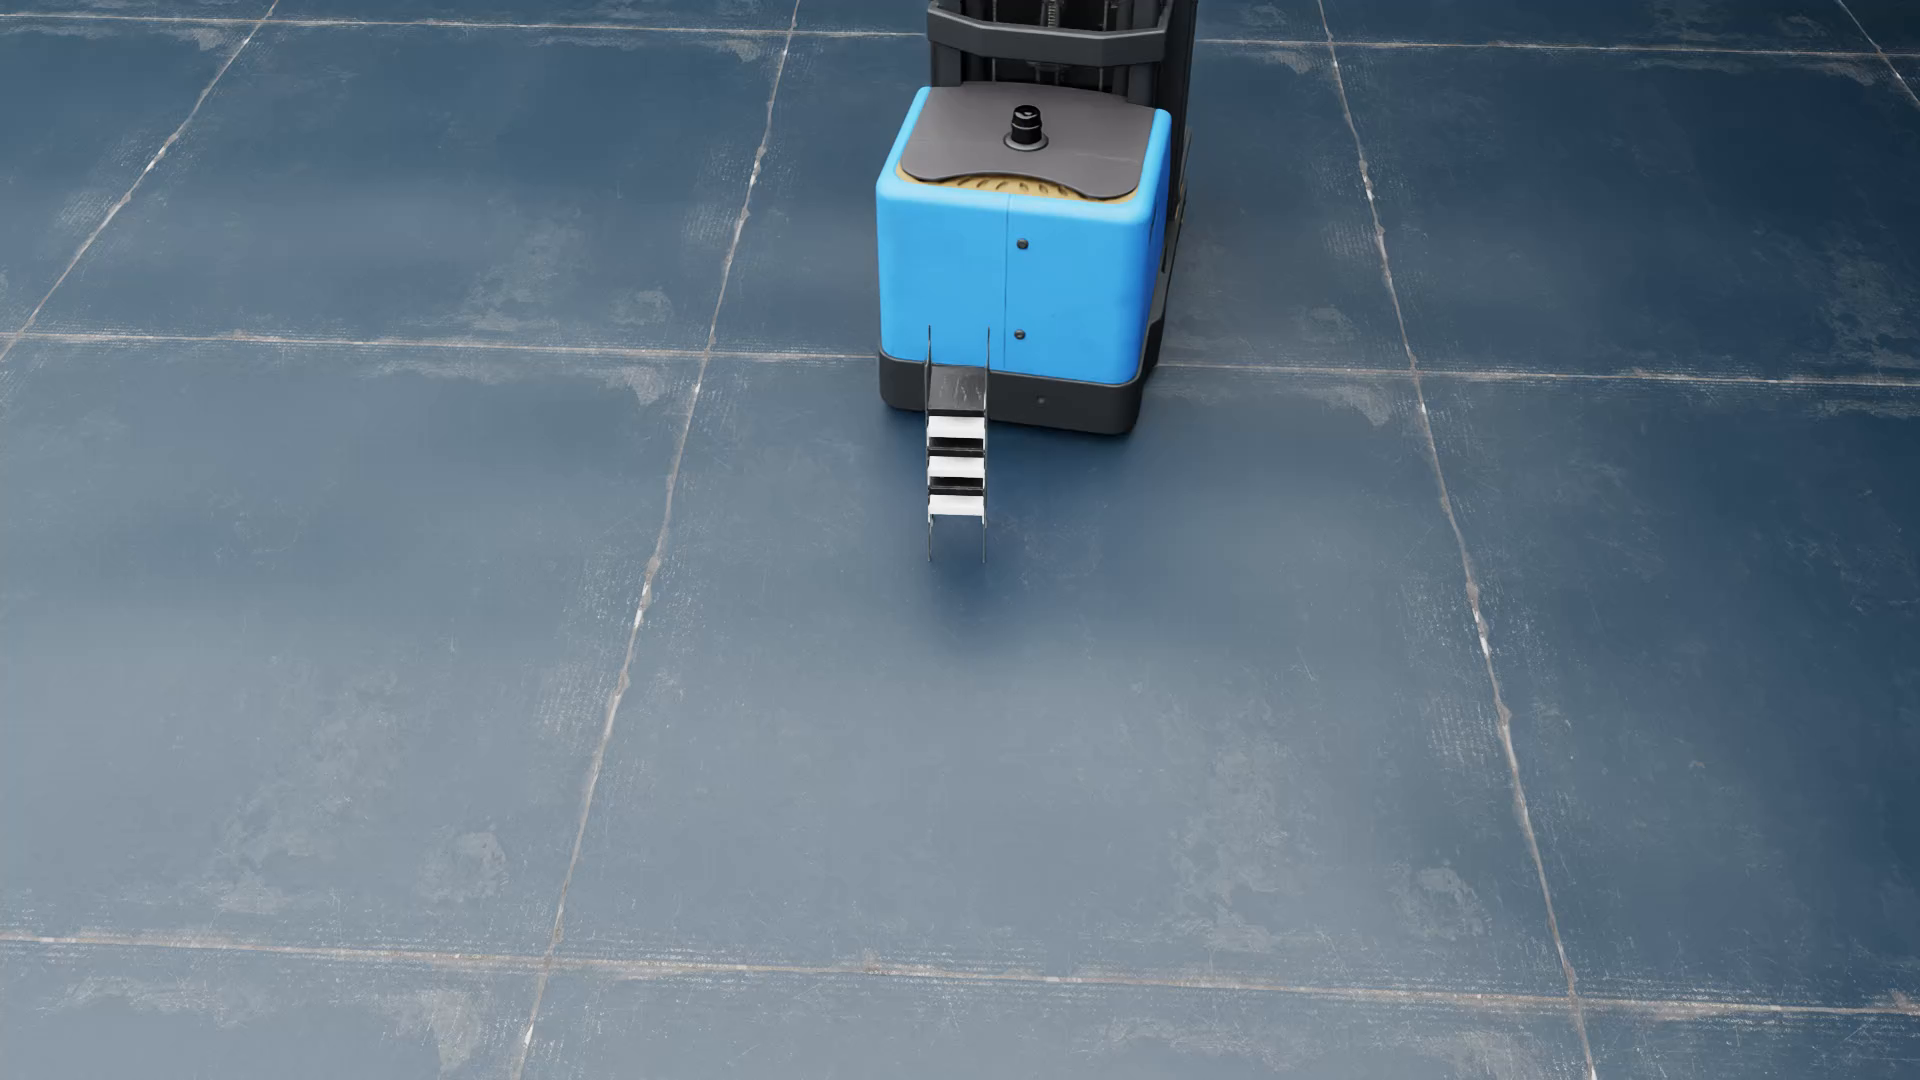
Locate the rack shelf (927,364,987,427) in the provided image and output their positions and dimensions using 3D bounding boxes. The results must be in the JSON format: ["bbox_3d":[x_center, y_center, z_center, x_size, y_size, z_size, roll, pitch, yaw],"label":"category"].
[{"bbox_3d":[-0.008,-0.503,5.782,0.200,0.077,0.258,2,43,2],"label":"rack shelf"}]

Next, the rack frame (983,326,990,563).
[{"bbox_3d":[0.093,-0.326,5.940,0.006,0.900,0.240,2,43,2],"label":"rack frame"}]

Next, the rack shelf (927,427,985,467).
[{"bbox_3d":[-0.008,-0.371,5.905,0.200,0.077,0.258,2,43,2],"label":"rack shelf"}]

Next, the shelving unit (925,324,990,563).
[{"bbox_3d":[-0.008,-0.330,5.944,0.210,0.900,0.258,2,43,2],"label":"shelving unit"}]

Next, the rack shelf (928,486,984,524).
[{"bbox_3d":[-0.008,-0.173,6.089,0.200,0.077,0.258,2,43,2],"label":"rack shelf"}]

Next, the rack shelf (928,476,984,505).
[{"bbox_3d":[-0.008,-0.239,6.028,0.200,0.077,0.258,2,43,2],"label":"rack shelf"}]

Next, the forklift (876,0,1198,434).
[{"bbox_3d":[0.466,-2.507,6.791,1.130,2.935,3.031,8,44,8],"label":"forklift"}]

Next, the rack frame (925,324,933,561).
[{"bbox_3d":[-0.110,-0.333,5.947,0.006,0.900,0.240,2,43,2],"label":"rack frame"}]

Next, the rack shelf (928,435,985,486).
[{"bbox_3d":[-0.008,-0.305,5.966,0.200,0.077,0.258,2,43,2],"label":"rack shelf"}]

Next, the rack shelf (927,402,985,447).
[{"bbox_3d":[-0.008,-0.437,5.844,0.200,0.077,0.258,2,43,2],"label":"rack shelf"}]
